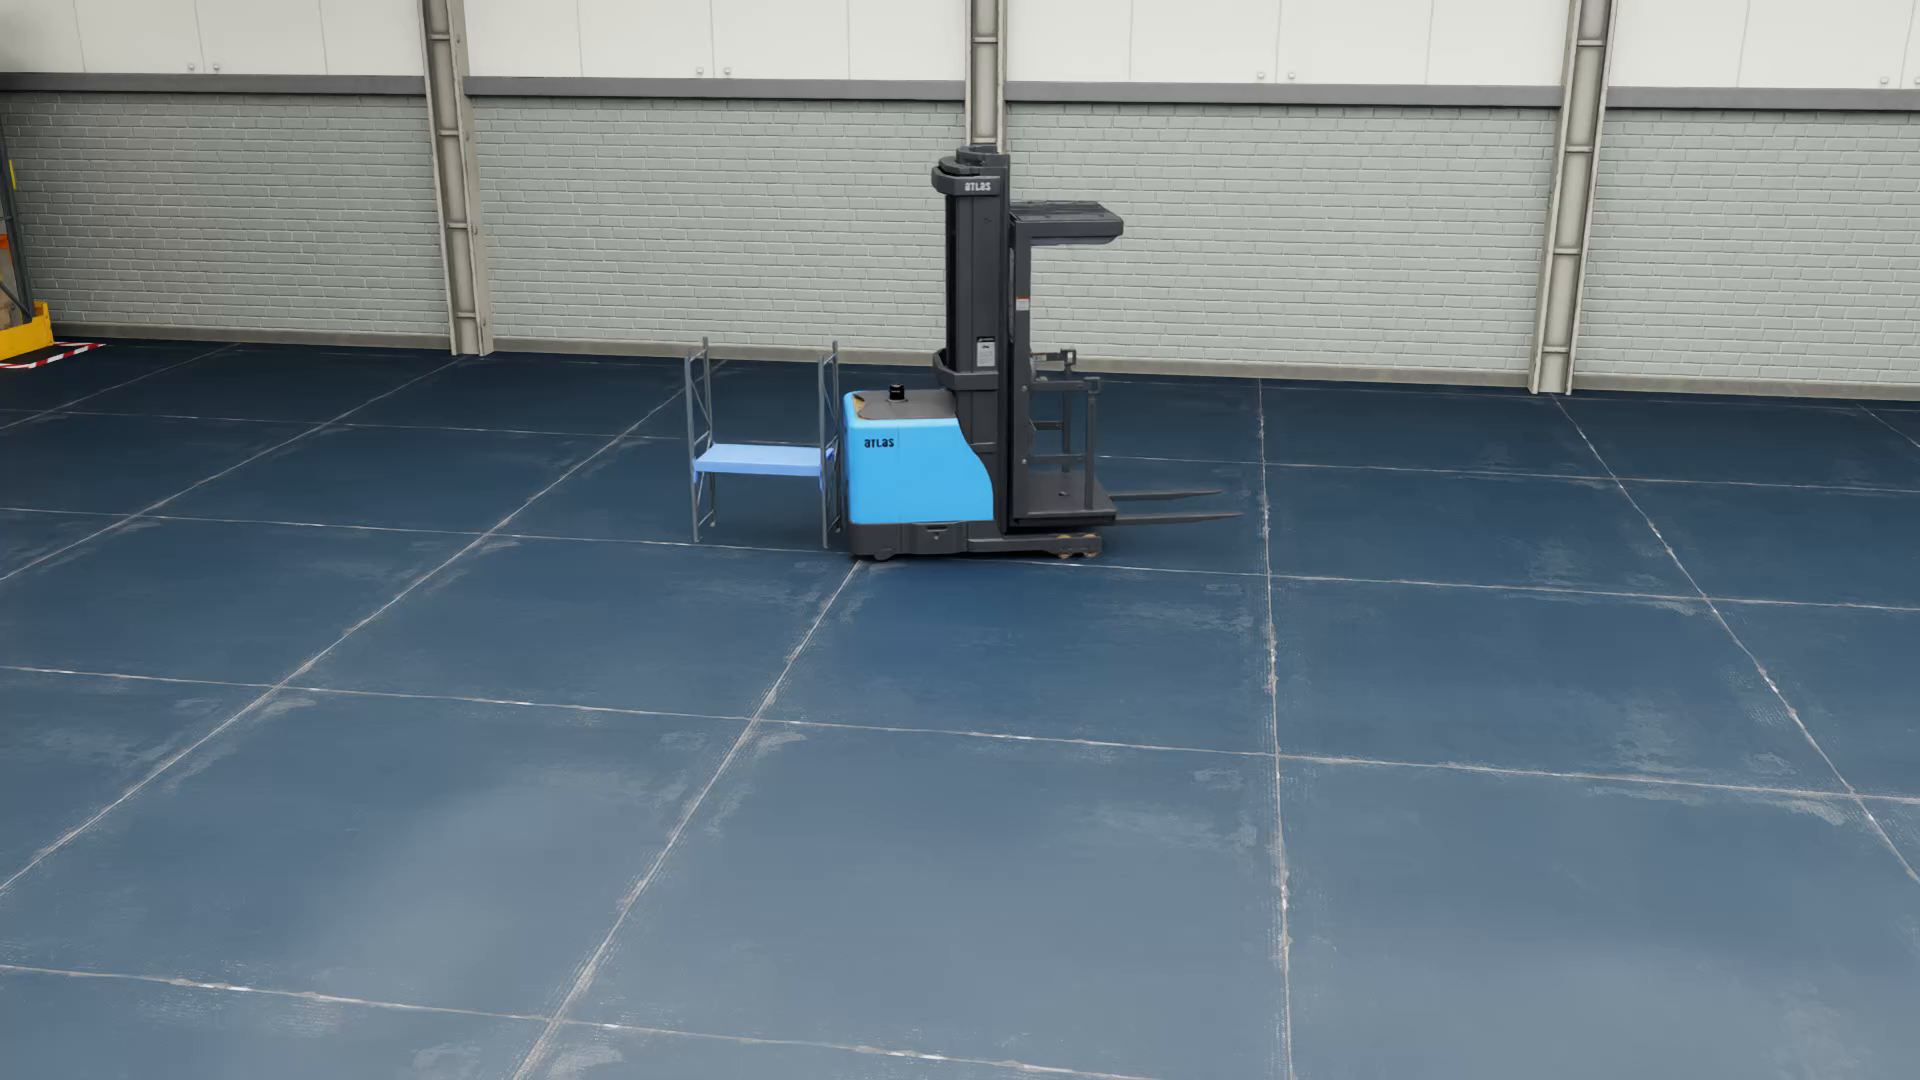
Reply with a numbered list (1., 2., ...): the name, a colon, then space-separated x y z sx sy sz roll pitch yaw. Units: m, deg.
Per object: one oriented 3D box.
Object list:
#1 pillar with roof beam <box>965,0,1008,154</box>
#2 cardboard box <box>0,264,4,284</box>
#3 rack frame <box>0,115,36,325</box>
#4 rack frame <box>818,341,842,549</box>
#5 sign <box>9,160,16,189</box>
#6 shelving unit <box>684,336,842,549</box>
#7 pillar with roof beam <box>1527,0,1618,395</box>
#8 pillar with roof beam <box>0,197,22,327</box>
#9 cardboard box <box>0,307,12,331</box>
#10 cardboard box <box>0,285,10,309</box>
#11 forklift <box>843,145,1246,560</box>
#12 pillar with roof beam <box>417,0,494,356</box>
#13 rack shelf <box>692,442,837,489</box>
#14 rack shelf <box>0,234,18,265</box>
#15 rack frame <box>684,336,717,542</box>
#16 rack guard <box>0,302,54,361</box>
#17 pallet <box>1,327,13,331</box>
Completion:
1. pillar with roof beam: -0.408 -4.792 12.944 0.400 9.000 9.100 3 19 9
2. cardboard box: -11.474 -3.035 19.244 0.500 0.250 0.500 3 19 8
3. rack frame: -11.029 -3.583 18.783 0.127 3.000 1.000 3 19 9
4. rack frame: -0.982 -0.720 12.593 0.032 1.500 0.500 3 19 9
5. sign: -10.935 -4.204 19.152 0.005 0.325 0.100 3 19 9
6. shelving unit: -1.483 -0.746 12.669 1.048 1.500 0.538 3 19 9
7. pillar with roof beam: 5.516 -4.490 12.042 0.400 9.000 9.100 3 19 9
8. pillar with roof beam: -12.257 -5.396 14.749 0.400 9.000 9.100 3 19 9
9. cardboard box: -11.483 -2.564 19.410 0.500 0.250 0.500 3 19 9
10. cardboard box: -11.460 -2.804 19.339 0.500 0.250 0.500 3 19 10
11. forklift: 0.637 -1.424 12.440 3.031 2.935 1.130 -2 19 -6
12. pillar with roof beam: -6.332 -5.094 13.847 0.400 9.000 9.100 3 19 9
13. rack shelf: -1.483 -0.575 12.726 1.000 0.185 0.538 3 19 9
14. rack shelf: -13.004 -3.342 19.198 4.000 0.370 1.077 3 19 9
15. rack frame: -1.985 -0.771 12.745 0.032 1.500 0.500 3 19 9
16. rack guard: -11.005 -2.396 19.176 0.348 0.500 1.175 3 19 9
17. pallet: -11.791 -2.286 19.301 1.213 0.211 1.003 3 19 9
